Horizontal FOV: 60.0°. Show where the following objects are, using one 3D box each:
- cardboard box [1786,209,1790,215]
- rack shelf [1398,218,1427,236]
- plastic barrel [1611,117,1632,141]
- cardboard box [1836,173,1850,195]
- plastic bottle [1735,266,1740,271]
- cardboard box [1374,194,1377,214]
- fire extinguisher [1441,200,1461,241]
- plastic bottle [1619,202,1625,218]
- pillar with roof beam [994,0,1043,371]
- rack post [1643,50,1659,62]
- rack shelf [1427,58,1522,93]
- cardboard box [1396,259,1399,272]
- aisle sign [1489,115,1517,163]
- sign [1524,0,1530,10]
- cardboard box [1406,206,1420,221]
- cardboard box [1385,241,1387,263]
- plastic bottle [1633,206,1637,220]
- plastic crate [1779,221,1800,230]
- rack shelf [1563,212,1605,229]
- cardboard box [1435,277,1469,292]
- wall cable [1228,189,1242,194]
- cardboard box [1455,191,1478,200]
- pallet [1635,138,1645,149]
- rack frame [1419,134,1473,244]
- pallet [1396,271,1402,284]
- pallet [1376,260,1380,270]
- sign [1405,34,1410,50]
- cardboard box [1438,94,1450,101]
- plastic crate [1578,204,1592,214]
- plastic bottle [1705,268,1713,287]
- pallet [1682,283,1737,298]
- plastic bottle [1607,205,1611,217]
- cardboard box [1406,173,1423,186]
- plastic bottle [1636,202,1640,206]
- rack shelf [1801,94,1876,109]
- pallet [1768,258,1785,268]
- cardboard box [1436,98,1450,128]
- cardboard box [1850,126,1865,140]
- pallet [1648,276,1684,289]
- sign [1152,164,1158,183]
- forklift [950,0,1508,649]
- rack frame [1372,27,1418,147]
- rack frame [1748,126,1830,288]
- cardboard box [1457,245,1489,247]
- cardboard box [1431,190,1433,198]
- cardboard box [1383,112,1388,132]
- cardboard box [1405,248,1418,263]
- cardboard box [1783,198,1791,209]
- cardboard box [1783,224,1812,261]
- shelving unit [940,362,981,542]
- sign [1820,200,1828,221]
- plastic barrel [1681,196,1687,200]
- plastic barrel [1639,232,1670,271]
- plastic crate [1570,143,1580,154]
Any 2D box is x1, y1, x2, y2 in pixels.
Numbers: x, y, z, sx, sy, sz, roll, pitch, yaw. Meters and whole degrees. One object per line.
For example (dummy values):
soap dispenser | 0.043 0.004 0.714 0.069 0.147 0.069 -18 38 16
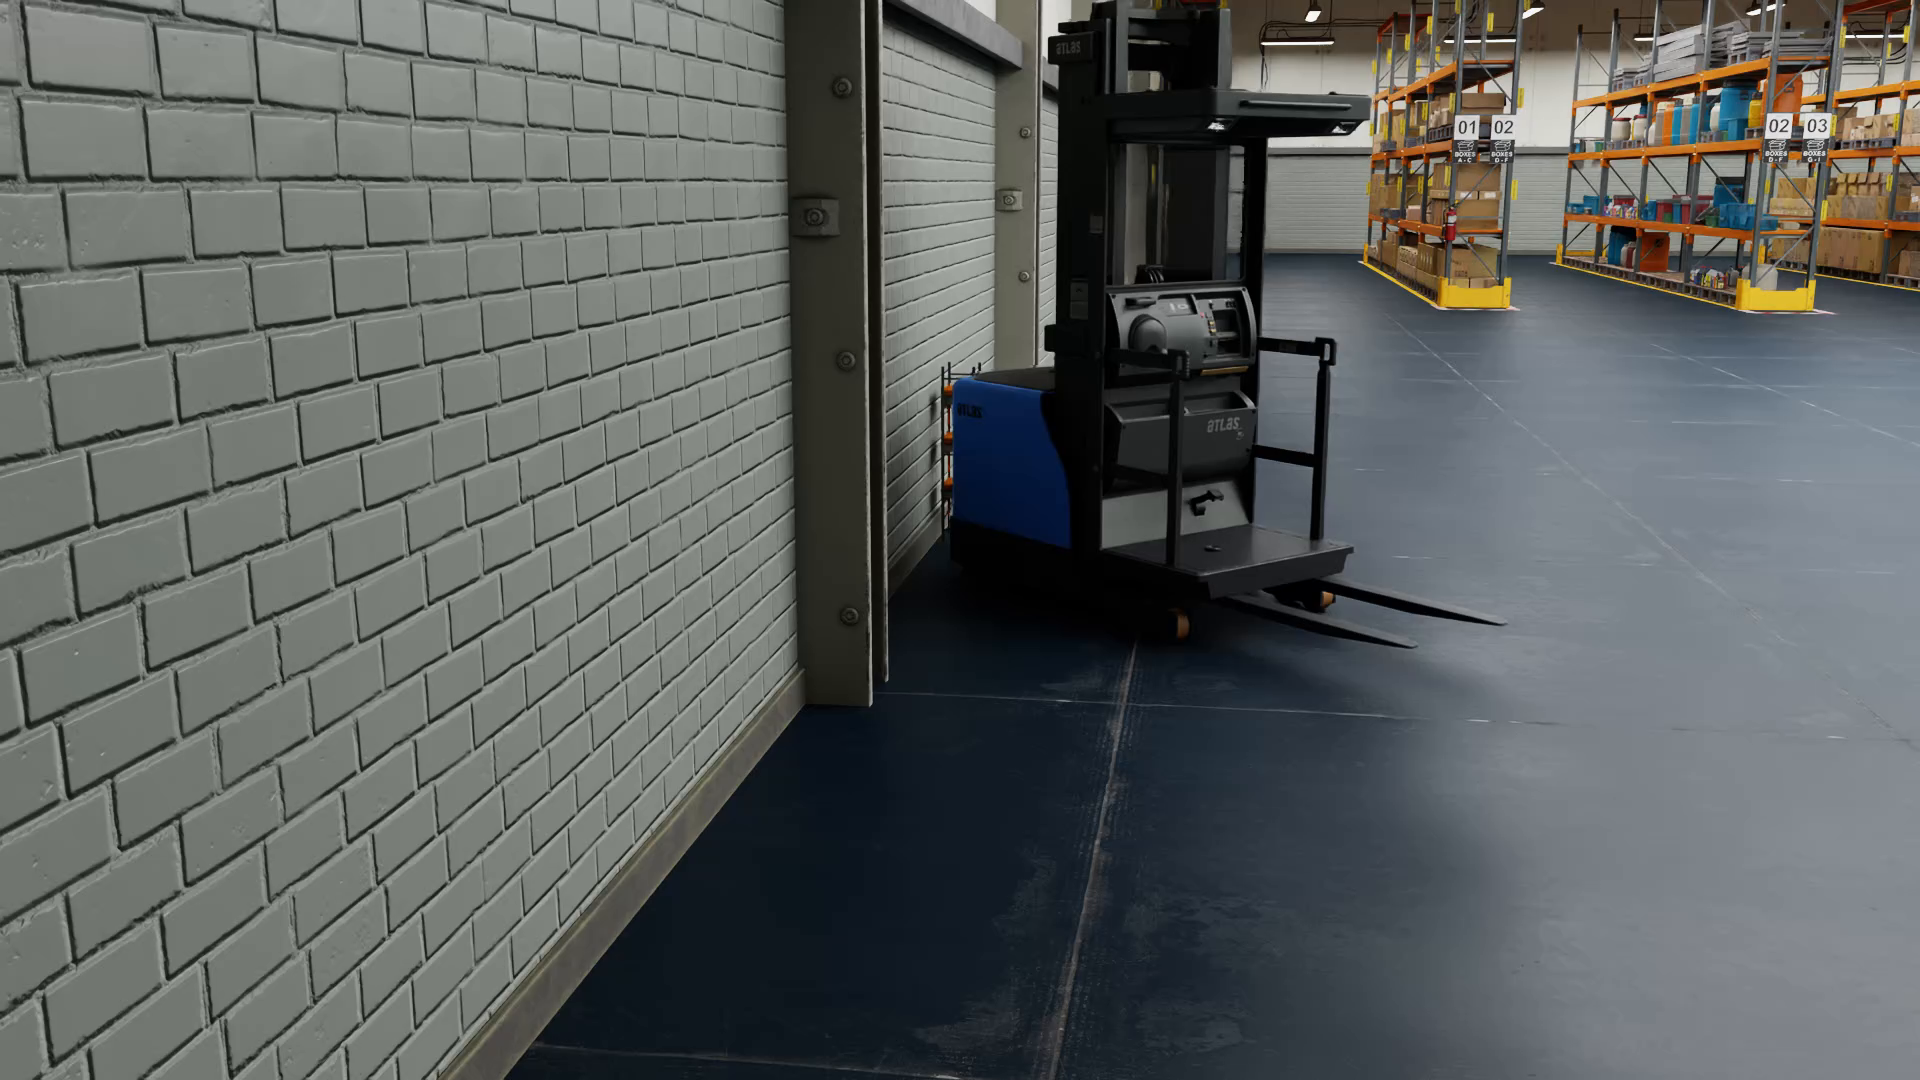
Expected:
cardboard box | 20.514 -8.047 40.809 0.380 0.149 0.250 2 12 8
rack shelf | 9.764 -6.389 34.228 1.077 0.370 4.000 2 12 9
plastic barrel | 15.252 -9.465 38.354 0.433 0.535 0.433 0 12 0
cardboard box | 20.385 -8.074 37.720 0.797 0.503 0.637 2 12 7
plastic bottle | 14.536 -4.940 31.039 0.144 0.351 0.185 2 12 7
cardboard box | 10.741 -8.472 41.946 0.500 0.500 0.500 2 12 9
fire extinguisher | 8.364 -5.444 28.320 0.296 0.674 0.183 2 12 9
plastic bottle | 14.897 -7.406 37.354 0.144 0.351 0.185 2 12 9
pillar with roof beam | 4.685 -4.872 11.238 9.100 9.000 0.400 2 12 9
rack post | 14.989 -10.346 35.416 0.624 0.289 0.986 2 12 9
rack shelf | 9.149 -8.294 29.774 1.077 0.370 4.000 2 12 9
cardboard box | 9.701 -5.919 35.868 0.500 0.250 0.500 2 12 8
aisle sign | 9.134 -6.739 27.973 0.394 0.787 0.004 2 12 9
sign | 9.389 -8.939 27.520 0.100 0.325 0.005 2 12 9
cardboard box | 9.743 -6.934 35.258 0.500 0.311 0.500 2 12 8
cardboard box | 10.301 -6.779 39.217 0.500 0.500 0.500 2 12 9
plastic bottle | 14.642 -7.085 36.026 0.061 0.283 0.133 2 12 9
plastic crate | 14.191 -5.378 28.452 0.298 0.136 0.250 2 12 9
rack shelf | 15.889 -7.893 41.207 1.077 0.370 4.000 2 12 9
cardboard box | 8.632 -4.474 29.164 0.500 0.250 0.500 2 12 9
wall cable | 7.630 -11.563 49.657 3.097 2.526 0.112 2 12 9
cardboard box | 8.712 -5.944 28.675 0.380 0.149 0.250 2 12 8
pallet | 15.180 -8.526 35.764 1.003 0.211 1.213 2 12 9
rack frame | 9.457 -6.325 32.220 1.000 3.000 0.127 2 12 9
pallet | 9.907 -5.624 35.588 1.003 0.211 1.213 2 12 9
pallet | 10.794 -6.770 40.905 1.003 0.211 1.213 2 12 9
sign | 9.534 -10.601 35.417 0.100 0.325 0.005 2 12 9
cardboard box | 9.591 -8.417 32.387 0.500 0.500 0.500 2 12 9
plastic crate | 15.584 -8.231 41.324 0.416 0.233 0.300 2 12 9
plastic bottle | 13.722 -4.801 30.394 0.144 0.351 0.185 2 12 8
pallet | 14.206 -4.662 31.123 1.003 0.211 1.213 2 12 9
plastic bottle | 15.077 -7.608 38.469 0.152 0.276 0.135 2 12 9
cardboard box | 11.038 -8.616 40.245 0.500 0.500 0.500 2 12 10
plastic bottle | 15.621 -7.607 38.289 0.144 0.351 0.185 2 12 9
rack shelf | 20.783 -10.470 39.872 1.077 0.370 4.000 2 12 9
pallet | 21.045 -6.969 41.828 1.003 0.211 1.213 2 12 9
cardboard box | 9.079 -7.776 30.263 0.797 0.503 0.637 3 13 15
cardboard box | 20.217 -9.071 37.058 0.500 0.311 0.500 1 12 7
pallet | 14.618 -5.220 33.712 1.003 0.211 1.213 2 12 9
sign | 3.401 -6.394 29.045 0.100 0.325 0.005 2 12 9
forklift | 1.226 -1.069 7.996 1.130 2.935 3.031 -9 15 -36
rack frame | 11.302 -11.755 43.179 1.000 3.000 0.127 2 12 9
rack frame | 13.735 -5.331 27.608 1.000 3.000 0.127 2 12 9
cardboard box | 9.377 -5.136 30.456 0.500 0.500 0.500 2 12 9
cardboard box | 9.186 -6.589 31.668 0.380 0.149 0.250 2 12 9
cardboard box | 10.939 -10.409 41.443 0.700 0.500 0.500 2 12 9
cardboard box | 9.470 -5.870 34.311 0.500 0.311 0.500 2 12 8
cardboard box | 20.595 -8.269 40.892 0.500 0.250 0.500 1 12 7
cardboard box | 20.931 -7.342 40.989 0.875 0.875 0.875 2 12 9
shelving unit | 0.008 -0.524 9.934 0.215 1.050 0.252 2 12 9
sign | 14.278 -5.447 27.492 0.100 0.325 0.005 2 12 9
plastic barrel | 15.019 -6.830 34.298 0.421 0.512 0.421 0 12 0
plastic barrel | 15.024 -6.243 35.995 0.600 0.830 0.708 2 12 9
plastic crate | 15.862 -9.993 42.431 0.497 0.269 0.590 2 12 9
